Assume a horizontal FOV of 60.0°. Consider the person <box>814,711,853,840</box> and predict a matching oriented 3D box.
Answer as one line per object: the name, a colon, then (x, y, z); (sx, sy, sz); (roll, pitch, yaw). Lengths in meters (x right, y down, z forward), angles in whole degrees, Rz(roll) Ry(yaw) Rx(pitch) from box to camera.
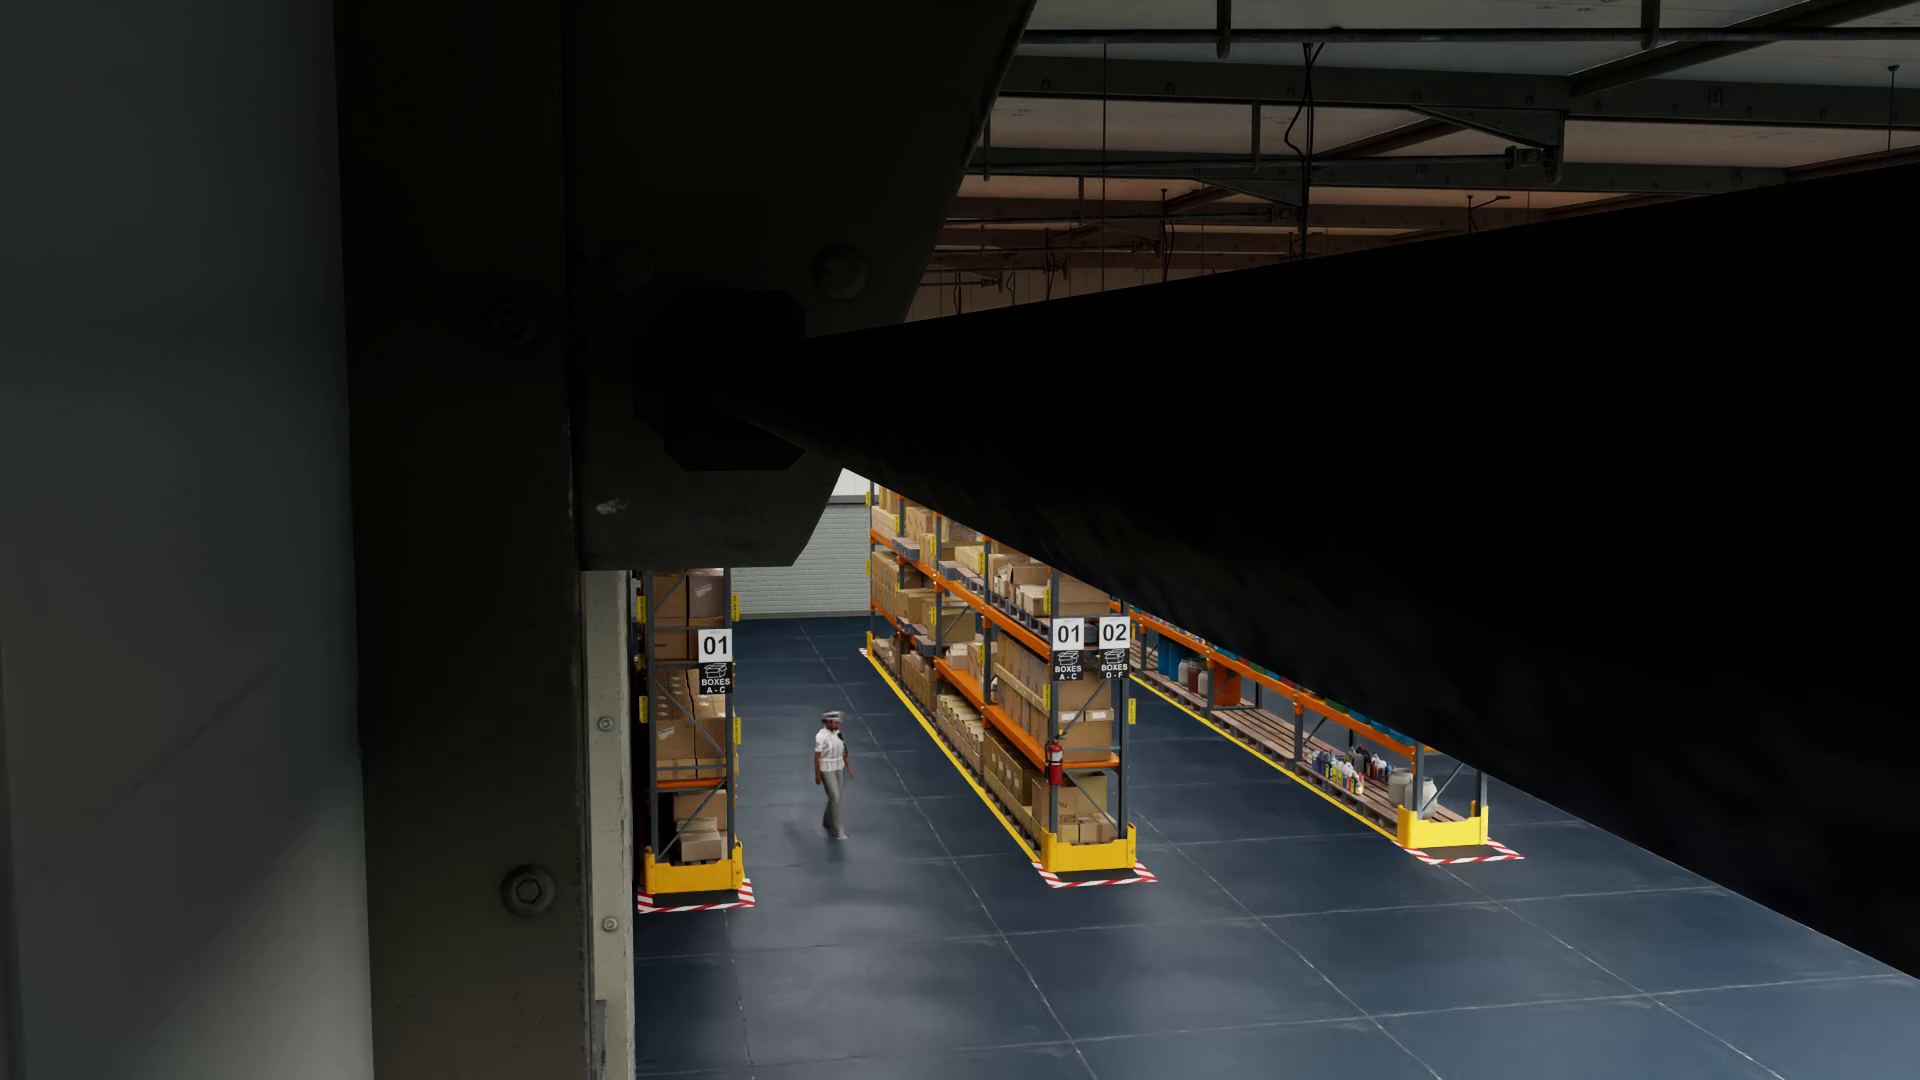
person: (-1.667, 3.177, 22.520); (0.634, 1.696, 0.470); (5, 7, 37)
